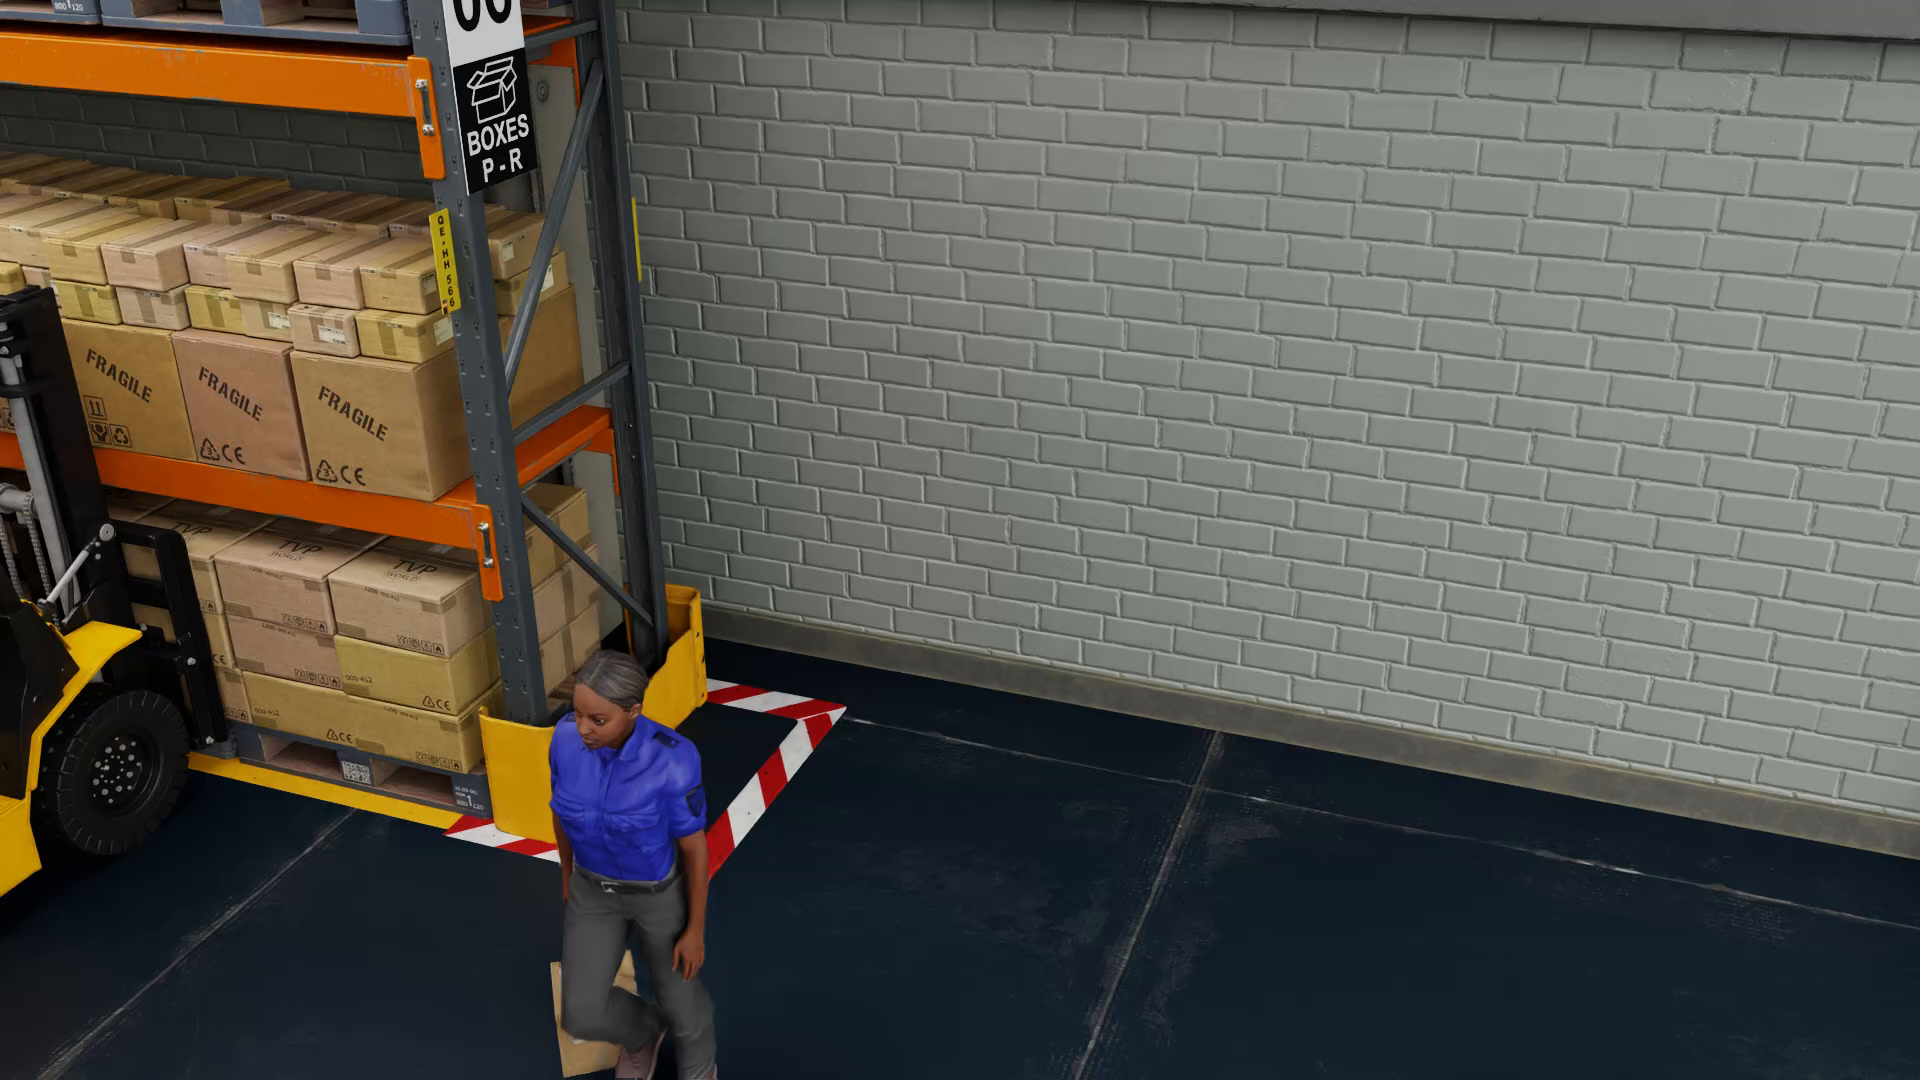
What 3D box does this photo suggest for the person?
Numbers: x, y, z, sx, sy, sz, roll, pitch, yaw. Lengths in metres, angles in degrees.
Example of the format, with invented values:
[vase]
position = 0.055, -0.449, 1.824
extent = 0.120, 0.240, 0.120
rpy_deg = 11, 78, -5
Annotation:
[person]
position = -0.880, 0.970, 4.579
extent = 0.482, 1.655, 0.448
rpy_deg = 6, 26, 12
